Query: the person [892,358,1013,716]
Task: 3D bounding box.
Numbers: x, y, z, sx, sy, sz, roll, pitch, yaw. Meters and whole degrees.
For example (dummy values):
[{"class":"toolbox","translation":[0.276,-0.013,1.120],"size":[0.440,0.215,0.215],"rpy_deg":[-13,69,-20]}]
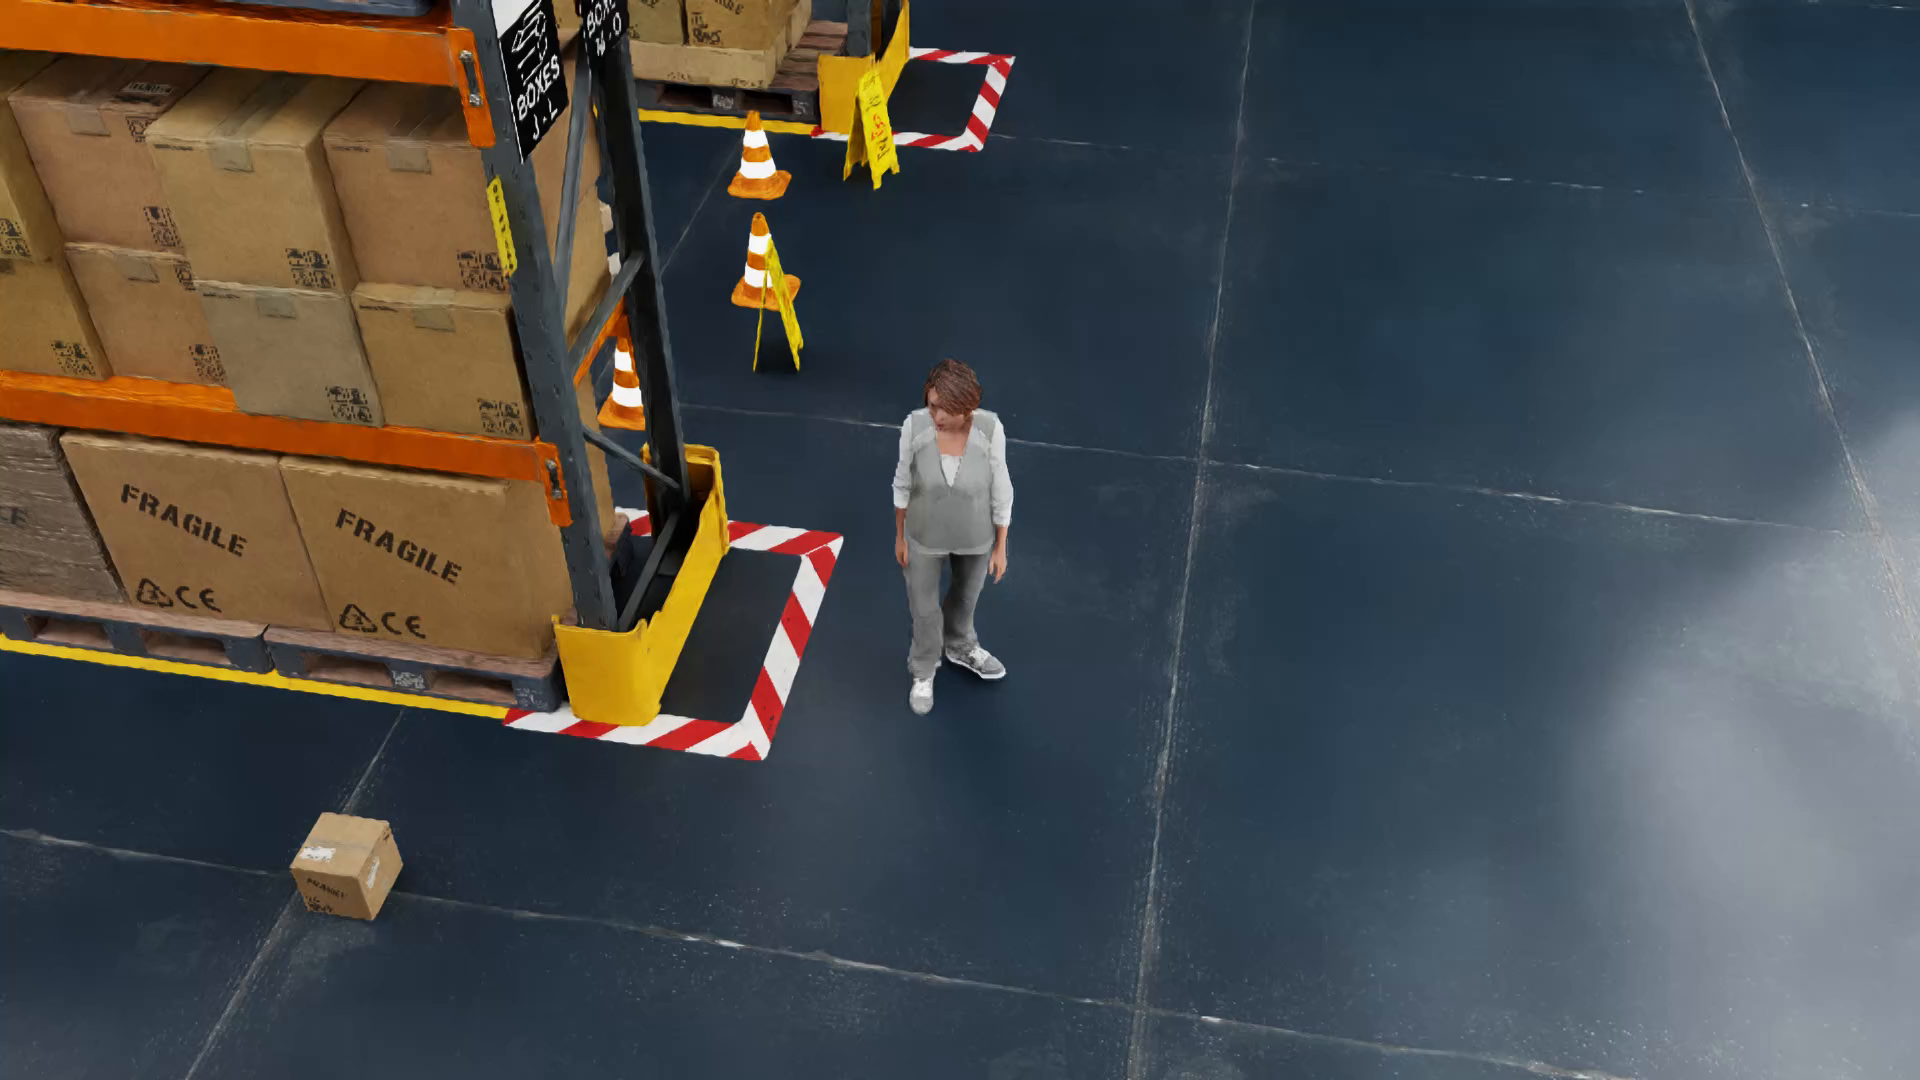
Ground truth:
[{"class":"person","translation":[-0.028,-0.004,6.188],"size":[0.434,1.627,0.384],"rpy_deg":[-3,41,-3]}]
